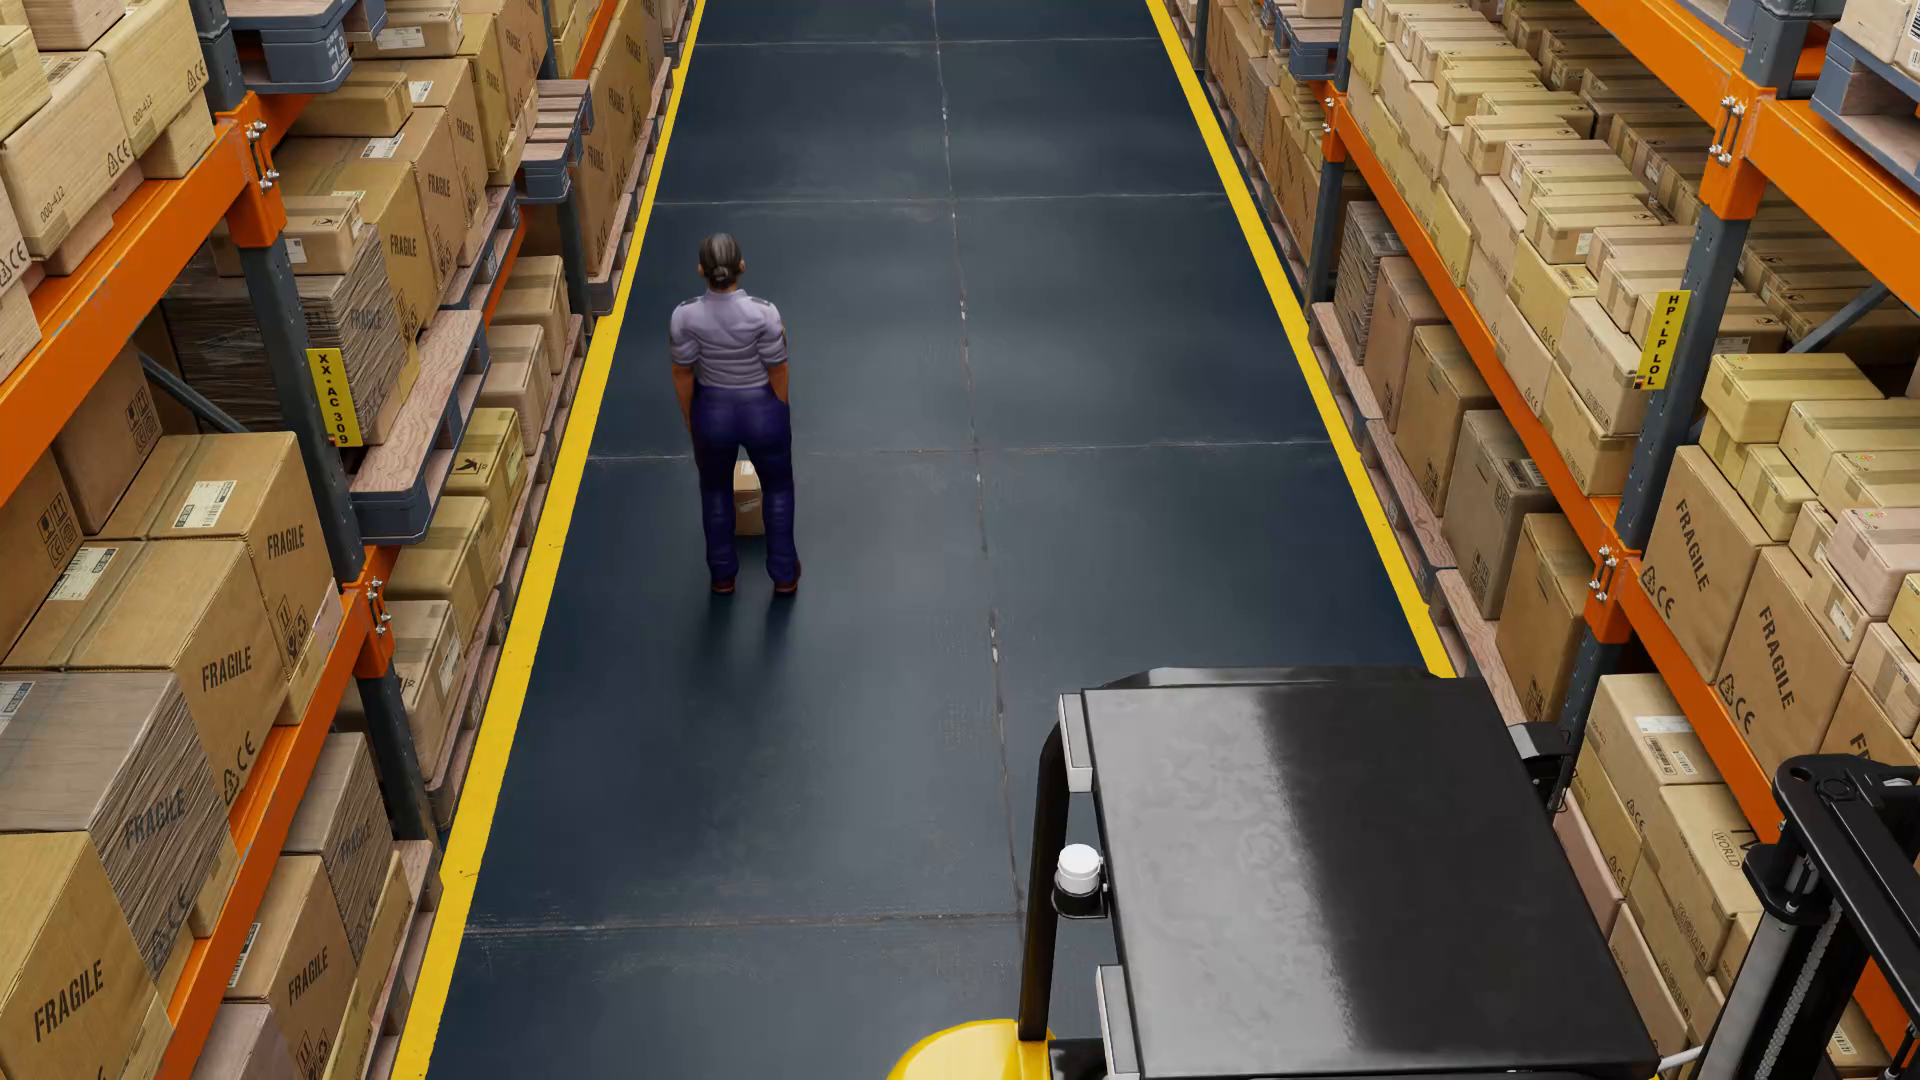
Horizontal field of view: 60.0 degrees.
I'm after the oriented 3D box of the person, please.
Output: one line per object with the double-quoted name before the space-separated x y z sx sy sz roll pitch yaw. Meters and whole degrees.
"person" -0.925 -0.484 6.878 0.467 1.615 0.340 -1 35 -1
